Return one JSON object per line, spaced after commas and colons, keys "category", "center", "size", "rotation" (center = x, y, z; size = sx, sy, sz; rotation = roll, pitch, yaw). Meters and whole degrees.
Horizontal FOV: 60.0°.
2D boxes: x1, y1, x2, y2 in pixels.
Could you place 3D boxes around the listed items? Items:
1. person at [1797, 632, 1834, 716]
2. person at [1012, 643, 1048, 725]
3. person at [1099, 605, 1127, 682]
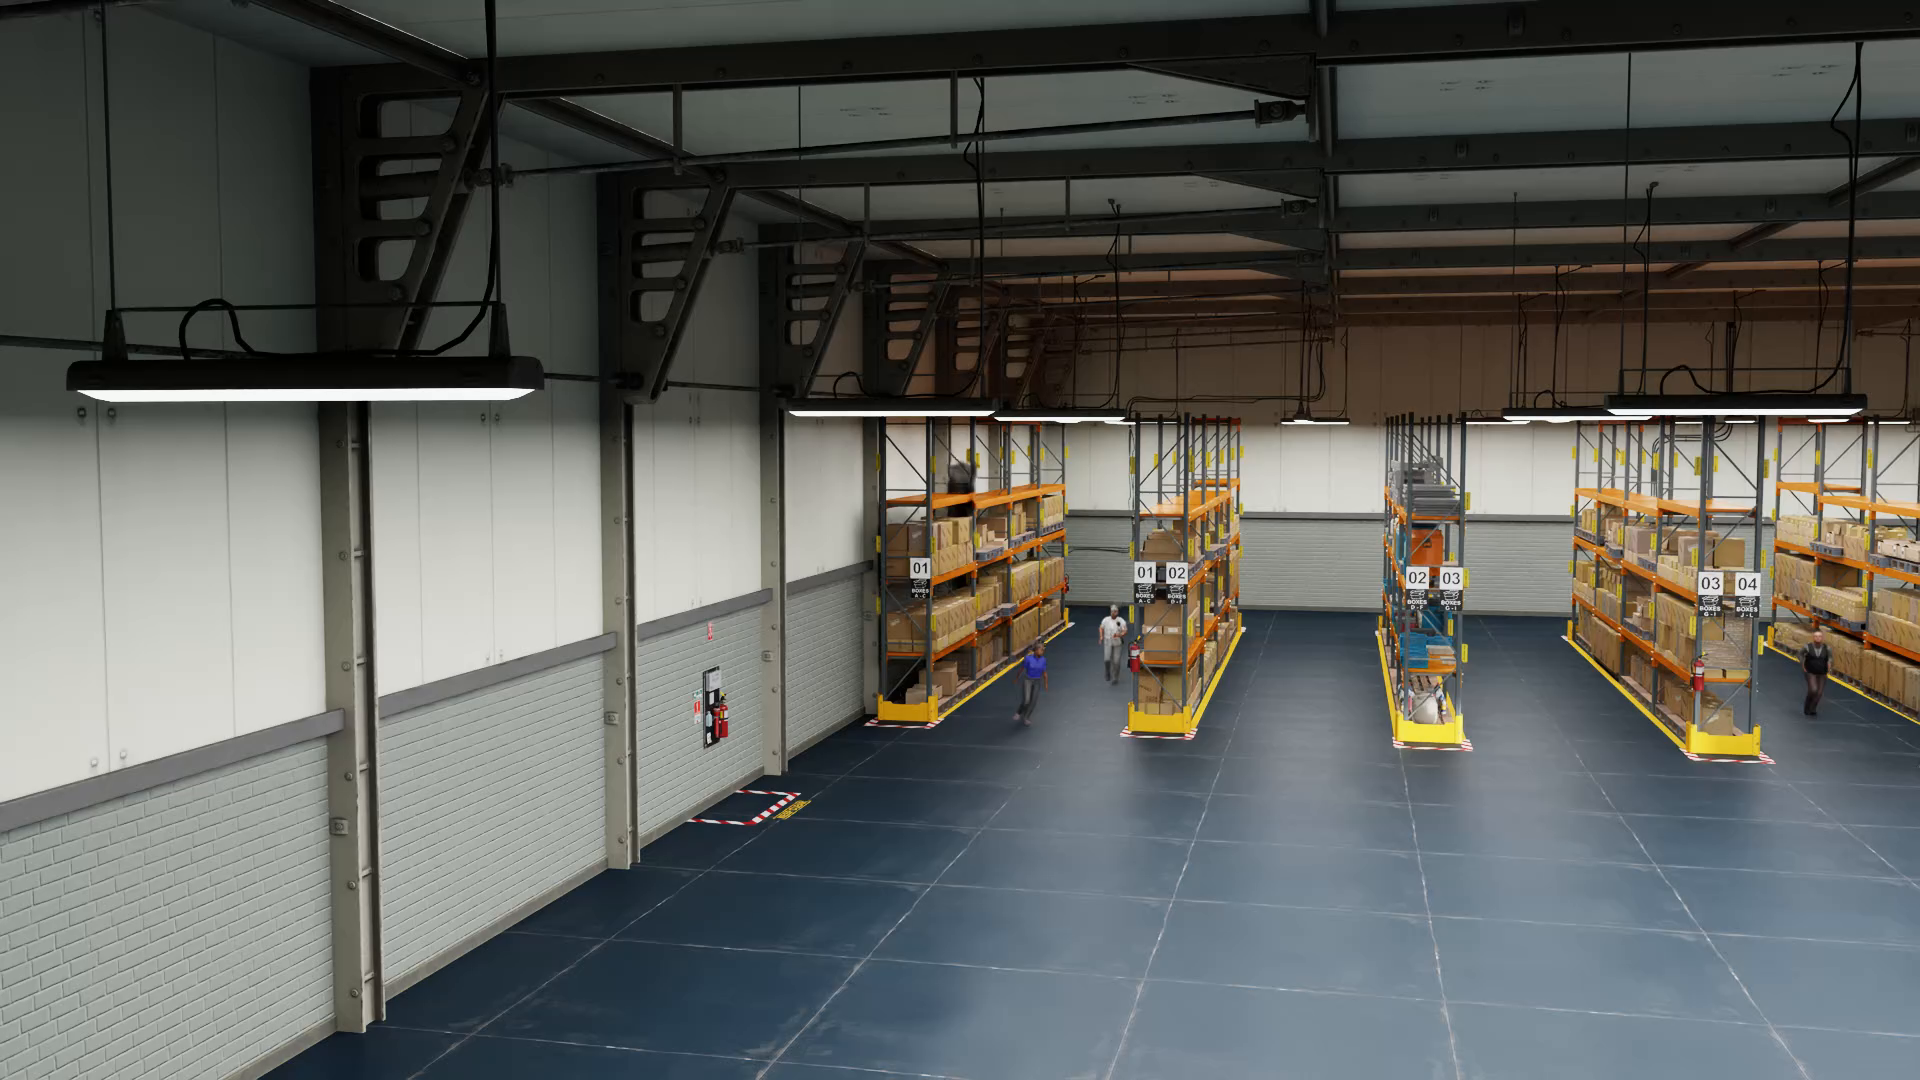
{"category": "person", "center": [16.930, 2.647, 32.863], "size": [0.624, 1.679, 0.742], "rotation": [1, 4, 10]}
{"category": "person", "center": [1.349, 2.764, 31.950], "size": [0.613, 1.608, 0.553], "rotation": [-2, 4, -24]}
{"category": "person", "center": [3.420, 2.323, 37.209], "size": [0.641, 1.754, 0.655], "rotation": [1, 4, 9]}
